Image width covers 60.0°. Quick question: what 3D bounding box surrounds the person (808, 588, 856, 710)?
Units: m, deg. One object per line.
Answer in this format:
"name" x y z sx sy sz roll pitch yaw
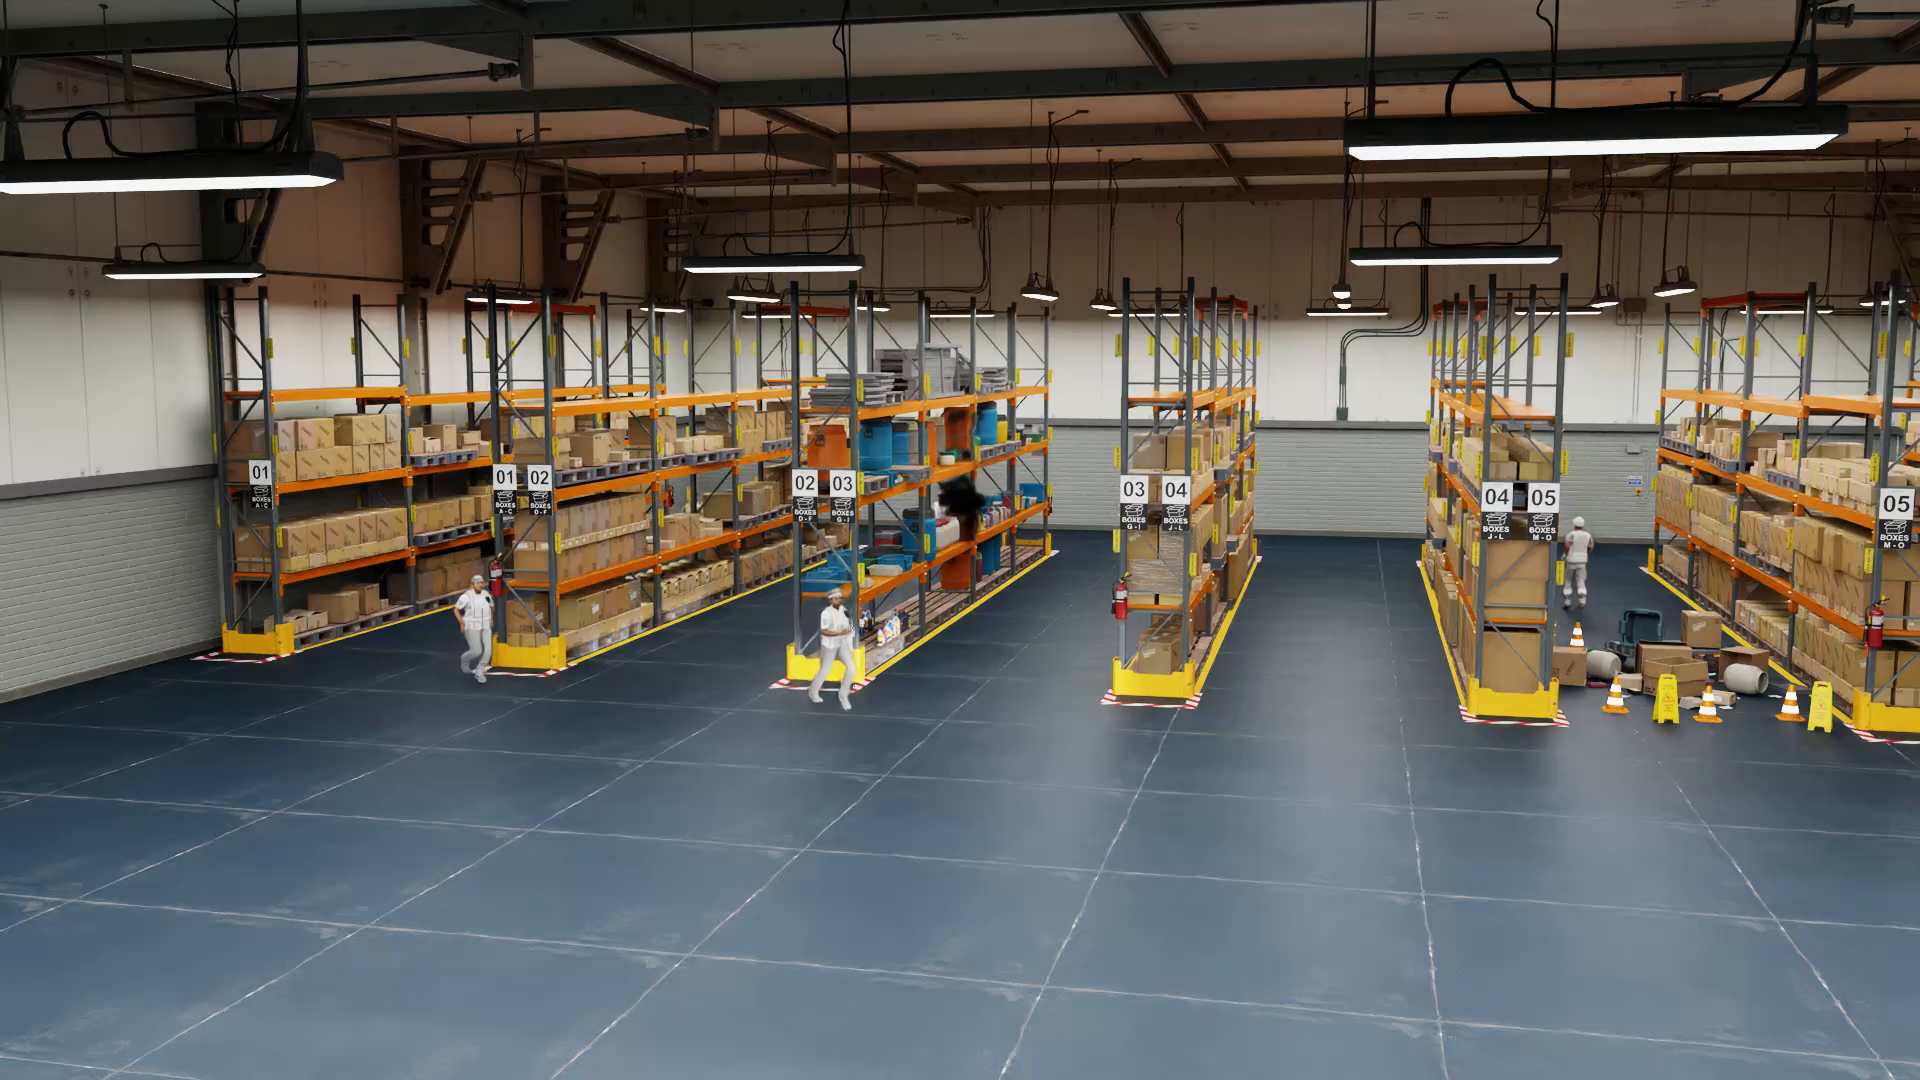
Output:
"person" -1.741 1.508 23.216 0.588 1.733 0.875 -6 9 -40

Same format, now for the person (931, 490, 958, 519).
"person" -0.402 -0.301 38.605 0.677 1.731 0.670 1 7 11

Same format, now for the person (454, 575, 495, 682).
"person" -7.293 1.334 25.126 0.620 1.624 0.563 -6 9 -42

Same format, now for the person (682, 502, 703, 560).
"person" -6.261 -0.281 39.027 0.564 1.645 0.812 1 7 6

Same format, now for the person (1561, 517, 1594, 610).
"person" 11.730 0.484 31.602 0.637 1.845 0.826 0 7 4
